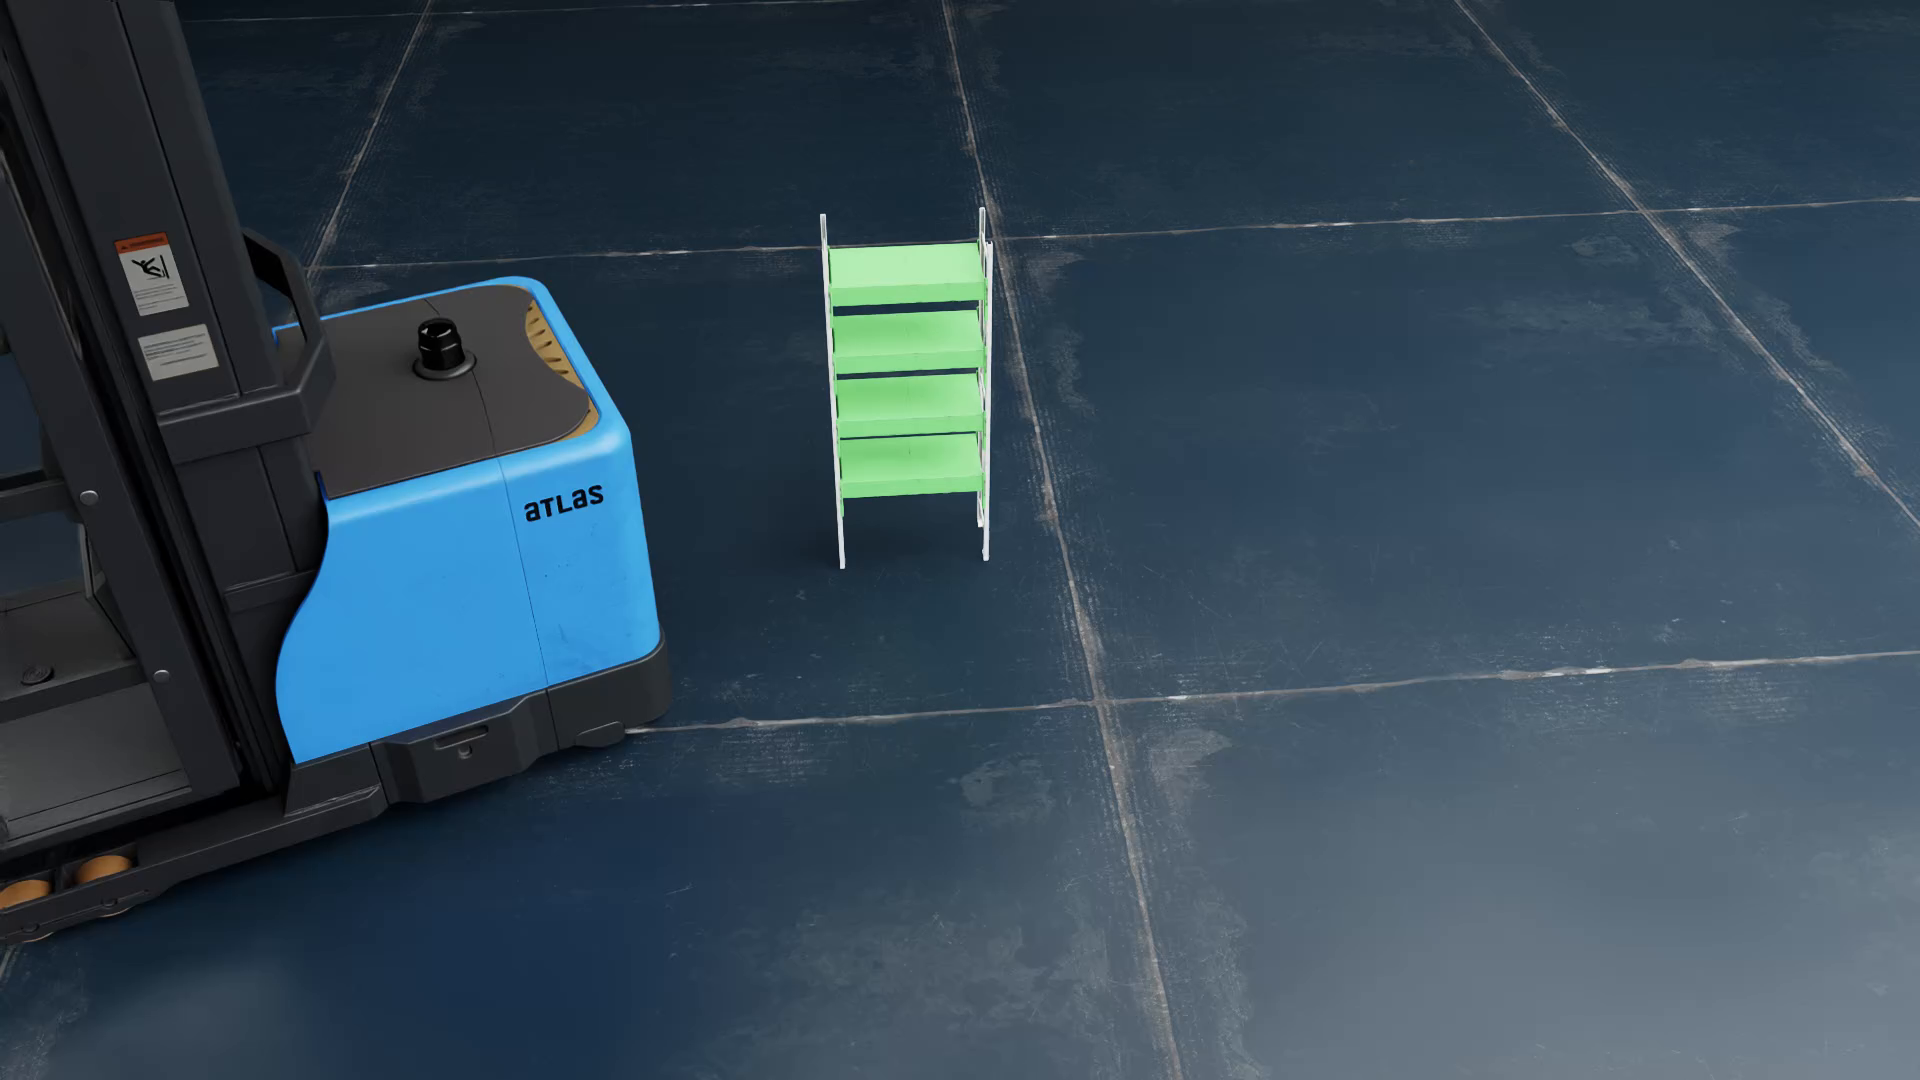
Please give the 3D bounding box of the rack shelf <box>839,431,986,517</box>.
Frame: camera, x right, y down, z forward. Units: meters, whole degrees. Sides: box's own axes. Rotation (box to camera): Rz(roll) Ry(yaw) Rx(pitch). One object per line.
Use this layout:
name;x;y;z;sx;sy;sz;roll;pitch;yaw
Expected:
rack shelf;-0.165;-0.223;5.555;0.480;0.148;0.258;-3;38;-4

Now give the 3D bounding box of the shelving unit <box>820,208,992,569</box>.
shelving unit;-0.165;-0.462;5.367;0.503;1.200;0.258;-3;38;-4

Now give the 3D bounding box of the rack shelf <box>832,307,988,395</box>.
rack shelf;-0.165;-0.600;5.258;0.480;0.148;0.258;-3;38;-4

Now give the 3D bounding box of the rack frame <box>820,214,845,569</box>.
rack frame;-0.408;-0.449;5.350;0.015;1.200;0.240;-3;38;-4

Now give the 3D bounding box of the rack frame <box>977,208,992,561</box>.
rack frame;0.078;-0.475;5.384;0.015;1.200;0.240;-3;38;-4

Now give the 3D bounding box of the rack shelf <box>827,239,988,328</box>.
rack shelf;-0.165;-0.789;5.109;0.480;0.148;0.258;-3;38;-4

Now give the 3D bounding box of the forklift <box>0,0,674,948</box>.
forklift;-2.421;-0.463;3.970;3.031;2.935;1.130;-17;41;-20

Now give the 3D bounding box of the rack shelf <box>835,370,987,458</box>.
rack shelf;-0.165;-0.412;5.406;0.480;0.148;0.258;-3;38;-4
